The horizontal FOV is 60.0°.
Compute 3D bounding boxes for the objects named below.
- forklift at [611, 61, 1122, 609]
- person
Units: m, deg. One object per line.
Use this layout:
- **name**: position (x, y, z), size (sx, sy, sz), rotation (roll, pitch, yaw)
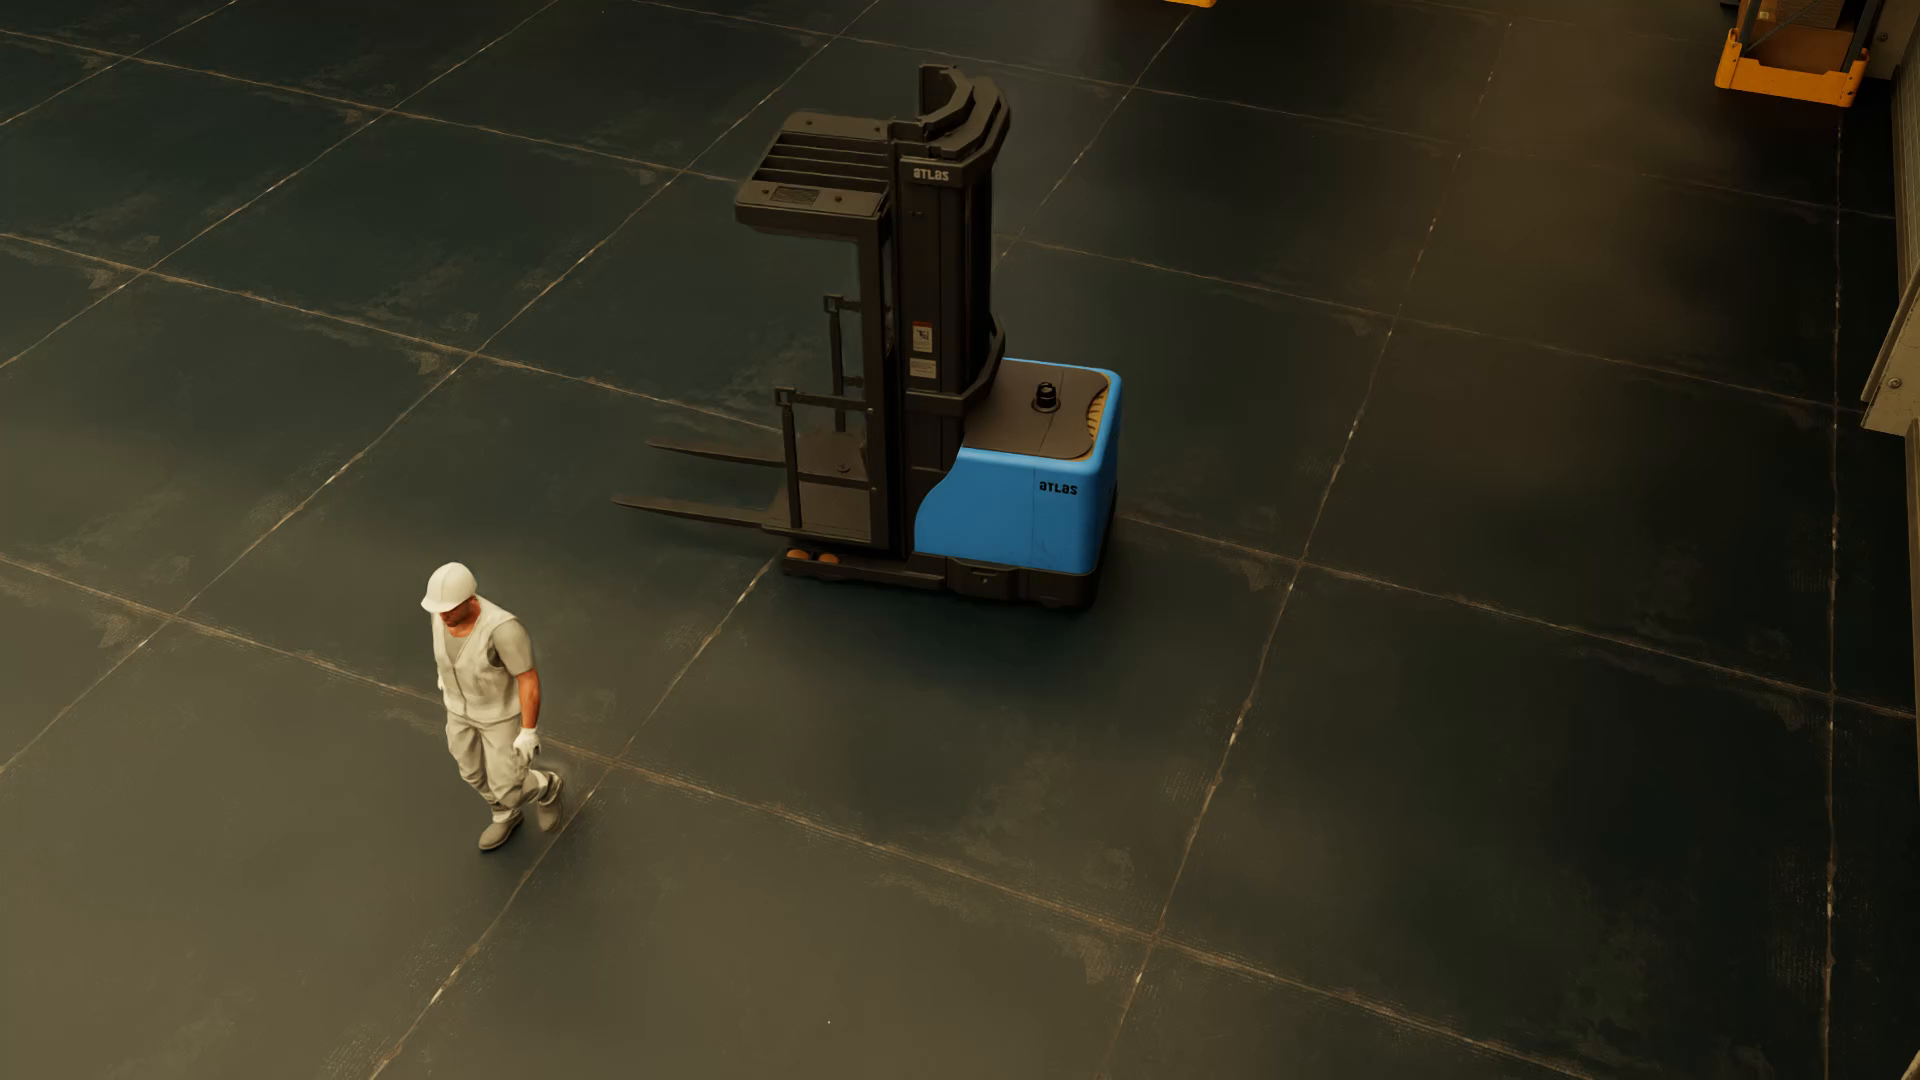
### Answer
- **forklift**: position (-0.602, -1.200, 9.440), size (3.031, 2.935, 1.130), rotation (8, 41, 9)
- **person**: position (-2.260, 0.812, 7.944), size (0.735, 1.766, 0.485), rotation (16, 42, 18)
